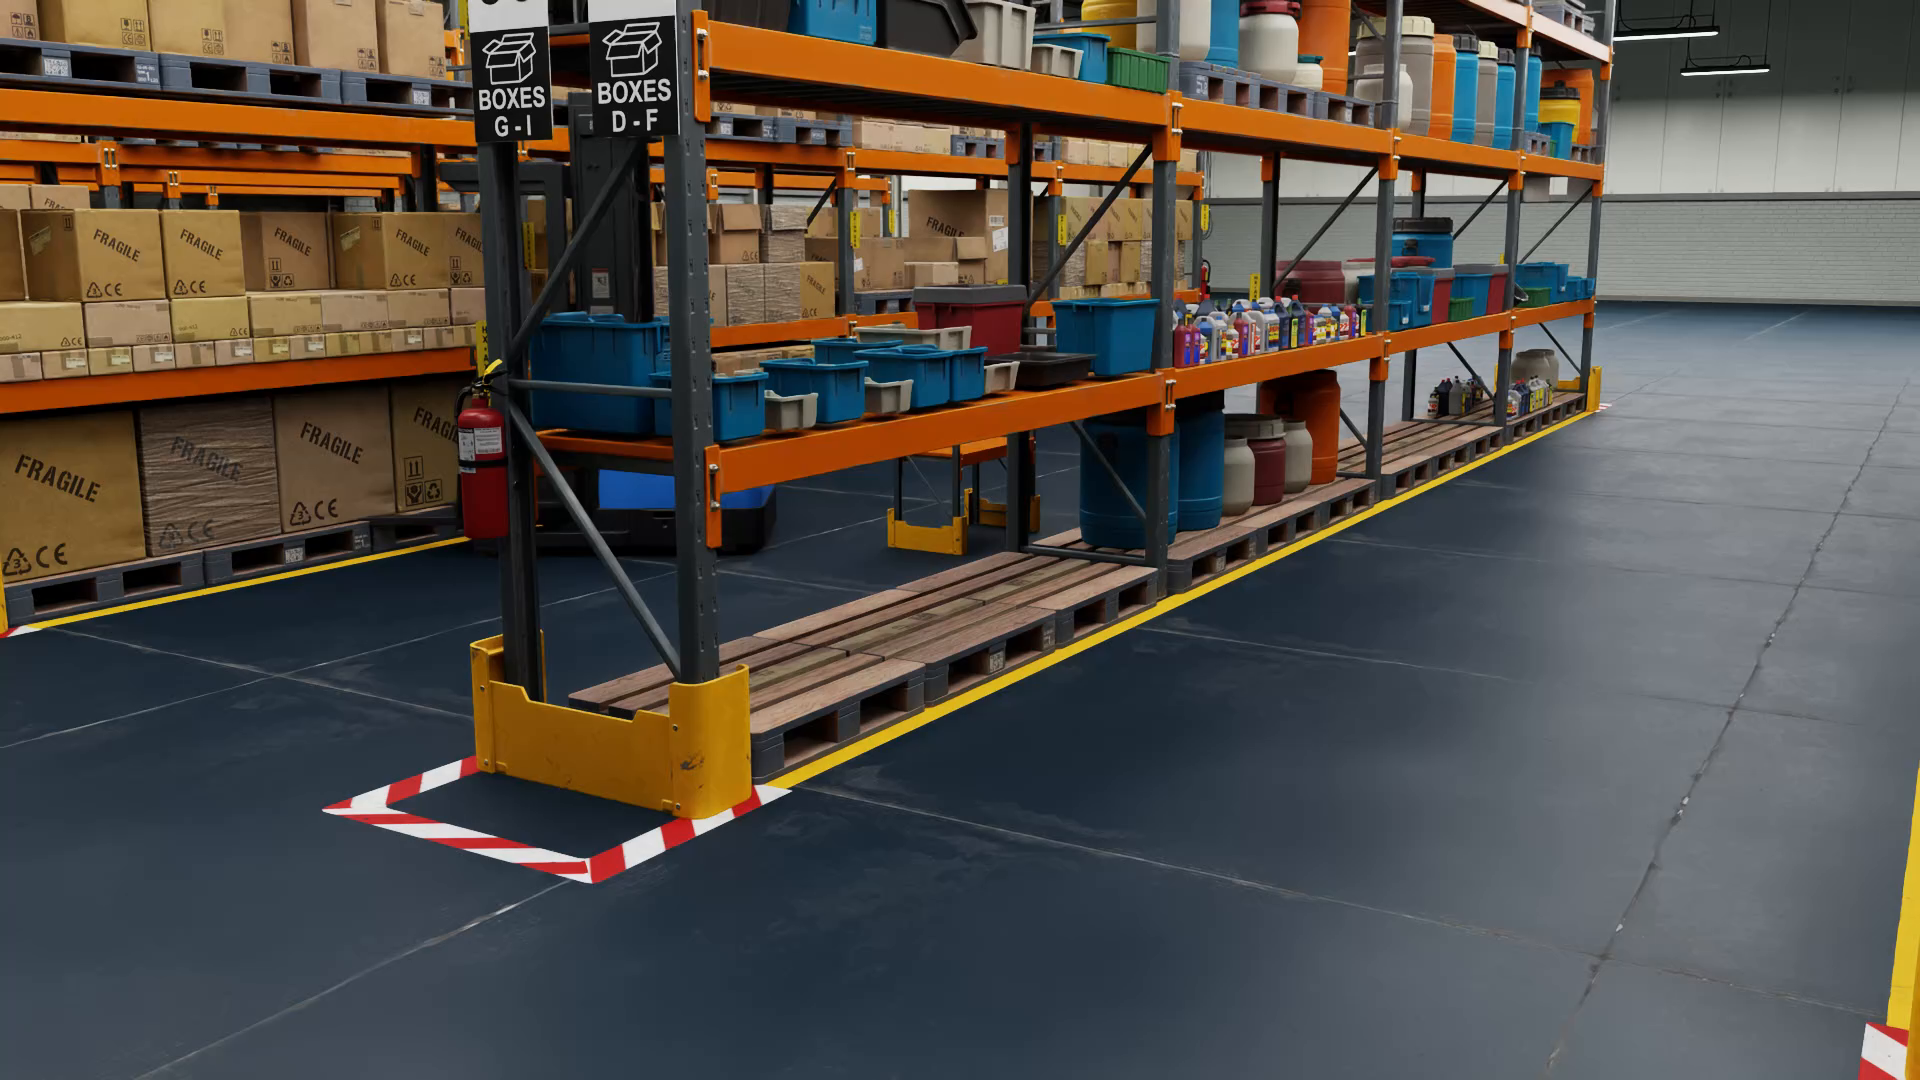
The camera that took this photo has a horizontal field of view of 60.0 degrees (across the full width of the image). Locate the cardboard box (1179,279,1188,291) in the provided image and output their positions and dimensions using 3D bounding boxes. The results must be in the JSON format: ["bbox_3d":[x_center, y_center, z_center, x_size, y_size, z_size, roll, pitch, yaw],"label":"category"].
[{"bbox_3d":[2.759,-3.352,21.803,0.380,0.149,0.250,6,12,31],"label":"cardboard box"}]

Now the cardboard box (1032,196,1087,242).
[{"bbox_3d":[1.105,-3.644,18.884,0.500,0.500,0.500,6,12,31],"label":"cardboard box"}]

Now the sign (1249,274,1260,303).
[{"bbox_3d":[2.336,-1.940,13.136,0.100,0.325,0.005,6,12,31],"label":"sign"}]

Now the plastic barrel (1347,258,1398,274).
[{"bbox_3d":[3.597,-2.191,14.552,0.433,0.535,0.433,0,11,0],"label":"plastic barrel"}]

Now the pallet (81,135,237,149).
[{"bbox_3d":[-7.275,-3.611,14.865,1.213,0.211,1.003,6,12,31],"label":"pallet"}]

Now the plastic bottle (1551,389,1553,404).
[{"bbox_3d":[6.385,-1.577,18.047,0.097,0.201,0.097,0,11,0],"label":"plastic bottle"}]

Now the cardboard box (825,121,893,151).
[{"bbox_3d":[-0.961,-3.732,15.406,0.500,0.250,0.500,7,12,32],"label":"cardboard box"}]

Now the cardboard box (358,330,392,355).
[{"bbox_3d":[-3.912,-1.288,10.778,0.380,0.149,0.250,7,12,32],"label":"cardboard box"}]

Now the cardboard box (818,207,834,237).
[{"bbox_3d":[-2.295,-4.409,23.425,0.875,0.550,0.550,6,12,31],"label":"cardboard box"}]

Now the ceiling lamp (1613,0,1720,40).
[{"bbox_3d":[14.133,-11.598,33.002,2.000,3.185,0.800,6,12,31],"label":"ceiling lamp"}]

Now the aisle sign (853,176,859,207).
[{"bbox_3d":[-1.676,-5.347,24.714,0.394,0.787,0.004,6,12,31],"label":"aisle sign"}]

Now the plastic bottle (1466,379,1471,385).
[{"bbox_3d":[5.526,-1.617,18.071,0.097,0.271,0.097,0,11,0],"label":"plastic bottle"}]

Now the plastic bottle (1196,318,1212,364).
[{"bbox_3d":[1.453,-1.189,9.918,0.097,0.271,0.097,0,11,0],"label":"plastic bottle"}]

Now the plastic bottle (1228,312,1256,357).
[{"bbox_3d":[1.780,-1.300,10.500,0.152,0.276,0.135,6,12,31],"label":"plastic bottle"}]

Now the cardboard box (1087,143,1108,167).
[{"bbox_3d":[1.377,-4.441,19.196,0.500,0.250,0.500,6,12,30],"label":"cardboard box"}]

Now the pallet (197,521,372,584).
[{"bbox_3d":[-4.594,0.023,10.672,1.003,0.211,1.213,6,12,31],"label":"pallet"}]

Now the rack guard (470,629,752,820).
[{"bbox_3d":[-1.345,0.684,6.359,1.175,0.500,0.348,6,12,31],"label":"rack guard"}]

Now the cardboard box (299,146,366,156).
[{"bbox_3d":[-6.200,-4.023,16.281,0.500,0.500,0.500,6,12,31],"label":"cardboard box"}]

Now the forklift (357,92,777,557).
[{"bbox_3d":[-2.798,-1.429,11.038,3.031,2.935,1.130,0,11,-1],"label":"forklift"}]

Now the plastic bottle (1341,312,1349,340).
[{"bbox_3d":[2.770,-1.554,12.055,0.097,0.201,0.097,0,11,0],"label":"plastic bottle"}]

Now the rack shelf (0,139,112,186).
[{"bbox_3d":[-8.725,-2.948,12.770,1.077,0.370,4.000,6,12,31],"label":"rack shelf"}]

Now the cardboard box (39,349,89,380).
[{"bbox_3d":[-4.978,-0.965,9.052,0.380,0.149,0.250,6,12,30],"label":"cardboard box"}]

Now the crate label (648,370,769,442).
[{"bbox_3d":[-0.934,-0.505,6.205,0.416,0.233,0.303,6,12,31],"label":"crate label"}]

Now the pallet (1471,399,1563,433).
[{"bbox_3d":[5.904,-1.361,18.065,1.003,0.211,1.213,6,12,31],"label":"pallet"}]

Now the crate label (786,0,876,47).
[{"bbox_3d":[-0.588,-2.066,6.503,0.408,0.251,0.502,6,12,31],"label":"crate label"}]

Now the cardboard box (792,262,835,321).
[{"bbox_3d":[-1.467,-2.229,14.854,0.500,0.500,0.500,7,13,32],"label":"cardboard box"}]

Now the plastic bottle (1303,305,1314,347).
[{"bbox_3d":[2.371,-1.467,11.369,0.061,0.283,0.133,6,12,31],"label":"plastic bottle"}]

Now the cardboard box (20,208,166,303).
[{"bbox_3d":[-4.837,-1.593,9.286,0.500,0.500,0.500,6,12,29],"label":"cardboard box"}]

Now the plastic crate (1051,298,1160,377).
[{"bbox_3d":[0.783,-1.095,8.946,0.392,0.384,0.575,6,12,31],"label":"plastic crate"}]

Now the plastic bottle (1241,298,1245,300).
[{"bbox_3d":[2.100,-1.666,12.436,0.061,0.283,0.133,6,12,31],"label":"plastic bottle"}]

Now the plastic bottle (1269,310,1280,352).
[{"bbox_3d":[2.035,-1.365,10.860,0.097,0.271,0.097,0,11,0],"label":"plastic bottle"}]

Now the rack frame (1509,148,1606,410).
[{"bbox_3d":[6.964,-3.066,19.597,1.000,3.000,0.127,6,12,31],"label":"rack frame"}]

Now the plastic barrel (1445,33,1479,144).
[{"bbox_3d":[4.129,-3.852,14.277,0.600,0.901,0.708,6,12,31],"label":"plastic barrel"}]

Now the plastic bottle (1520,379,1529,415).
[{"bbox_3d":[5.759,-1.469,17.065,0.144,0.351,0.185,6,12,28],"label":"plastic bottle"}]

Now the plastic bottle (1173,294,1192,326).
[{"bbox_3d":[1.503,-1.504,11.385,0.144,0.351,0.185,6,12,31],"label":"plastic bottle"}]

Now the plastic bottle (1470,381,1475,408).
[{"bbox_3d":[5.421,-1.543,17.647,0.061,0.283,0.133,6,12,31],"label":"plastic bottle"}]

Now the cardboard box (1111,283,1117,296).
[{"bbox_3d":[1.650,-2.991,19.877,0.380,0.149,0.250,6,12,31],"label":"cardboard box"}]

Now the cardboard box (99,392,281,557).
[{"bbox_3d":[-4.840,-0.437,10.183,0.875,0.875,0.875,6,12,31],"label":"cardboard box"}]

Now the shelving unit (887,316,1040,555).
[{"bbox_3d":[0.040,-0.749,11.295,0.587,1.500,1.083,6,12,31],"label":"shelving unit"}]

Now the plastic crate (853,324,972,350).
[{"bbox_3d":[-0.217,-0.928,8.333,0.437,0.282,0.530,6,12,31],"label":"plastic crate"}]

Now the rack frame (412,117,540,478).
[{"bbox_3d":[-3.500,-1.652,12.043,1.000,3.000,0.127,6,12,31],"label":"rack frame"}]

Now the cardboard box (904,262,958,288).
[{"bbox_3d":[-0.356,-2.656,16.670,0.500,0.250,0.500,6,12,29],"label":"cardboard box"}]

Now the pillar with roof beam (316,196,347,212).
[{"bbox_3d":[-7.436,-7.474,26.838,9.100,9.000,0.400,6,12,31],"label":"pillar with roof beam"}]

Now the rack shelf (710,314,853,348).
[{"bbox_3d":[-2.461,-1.613,13.790,1.077,0.370,4.000,6,12,31],"label":"rack shelf"}]

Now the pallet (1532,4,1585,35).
[{"bbox_3d":[5.924,-5.422,17.474,1.003,0.211,1.213,6,12,31],"label":"pallet"}]

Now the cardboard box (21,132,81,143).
[{"bbox_3d":[-7.710,-3.440,13.847,0.500,0.250,0.500,7,13,32],"label":"cardboard box"}]

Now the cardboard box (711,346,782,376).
[{"bbox_3d":[-2.268,-1.198,14.247,1.225,0.875,0.875,6,12,31],"label":"cardboard box"}]

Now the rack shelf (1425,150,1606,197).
[{"bbox_3d":[5.925,-3.873,17.707,1.077,0.370,4.000,6,12,31],"label":"rack shelf"}]

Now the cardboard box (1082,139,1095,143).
[{"bbox_3d":[1.326,-4.618,19.057,0.380,0.149,0.250,6,12,31],"label":"cardboard box"}]

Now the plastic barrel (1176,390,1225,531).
[{"bbox_3d":[1.398,-0.550,10.714,0.600,0.901,0.708,6,12,31],"label":"plastic barrel"}]

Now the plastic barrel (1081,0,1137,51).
[{"bbox_3d":[1.034,-3.115,10.054,0.600,0.588,0.600,0,11,0],"label":"plastic barrel"}]

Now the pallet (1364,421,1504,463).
[{"bbox_3d":[4.512,-0.940,15.814,1.003,0.211,1.213,6,12,31],"label":"pallet"}]

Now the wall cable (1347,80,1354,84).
[{"bbox_3d":[12.077,-15.578,52.479,3.097,2.526,0.112,6,12,31],"label":"wall cable"}]

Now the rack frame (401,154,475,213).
[{"bbox_3d":[-5.610,-2.771,18.020,1.000,3.000,0.127,6,12,31],"label":"rack frame"}]

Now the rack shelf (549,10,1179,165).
[{"bbox_3d":[-0.305,-1.985,7.626,1.077,0.370,4.000,6,12,31],"label":"rack shelf"}]

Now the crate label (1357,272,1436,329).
[{"bbox_3d":[3.557,-1.956,13.570,0.502,0.435,0.616,6,12,31],"label":"crate label"}]

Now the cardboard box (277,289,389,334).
[{"bbox_3d":[-4.036,-1.468,10.660,0.500,0.250,0.500,7,13,32],"label":"cardboard box"}]
